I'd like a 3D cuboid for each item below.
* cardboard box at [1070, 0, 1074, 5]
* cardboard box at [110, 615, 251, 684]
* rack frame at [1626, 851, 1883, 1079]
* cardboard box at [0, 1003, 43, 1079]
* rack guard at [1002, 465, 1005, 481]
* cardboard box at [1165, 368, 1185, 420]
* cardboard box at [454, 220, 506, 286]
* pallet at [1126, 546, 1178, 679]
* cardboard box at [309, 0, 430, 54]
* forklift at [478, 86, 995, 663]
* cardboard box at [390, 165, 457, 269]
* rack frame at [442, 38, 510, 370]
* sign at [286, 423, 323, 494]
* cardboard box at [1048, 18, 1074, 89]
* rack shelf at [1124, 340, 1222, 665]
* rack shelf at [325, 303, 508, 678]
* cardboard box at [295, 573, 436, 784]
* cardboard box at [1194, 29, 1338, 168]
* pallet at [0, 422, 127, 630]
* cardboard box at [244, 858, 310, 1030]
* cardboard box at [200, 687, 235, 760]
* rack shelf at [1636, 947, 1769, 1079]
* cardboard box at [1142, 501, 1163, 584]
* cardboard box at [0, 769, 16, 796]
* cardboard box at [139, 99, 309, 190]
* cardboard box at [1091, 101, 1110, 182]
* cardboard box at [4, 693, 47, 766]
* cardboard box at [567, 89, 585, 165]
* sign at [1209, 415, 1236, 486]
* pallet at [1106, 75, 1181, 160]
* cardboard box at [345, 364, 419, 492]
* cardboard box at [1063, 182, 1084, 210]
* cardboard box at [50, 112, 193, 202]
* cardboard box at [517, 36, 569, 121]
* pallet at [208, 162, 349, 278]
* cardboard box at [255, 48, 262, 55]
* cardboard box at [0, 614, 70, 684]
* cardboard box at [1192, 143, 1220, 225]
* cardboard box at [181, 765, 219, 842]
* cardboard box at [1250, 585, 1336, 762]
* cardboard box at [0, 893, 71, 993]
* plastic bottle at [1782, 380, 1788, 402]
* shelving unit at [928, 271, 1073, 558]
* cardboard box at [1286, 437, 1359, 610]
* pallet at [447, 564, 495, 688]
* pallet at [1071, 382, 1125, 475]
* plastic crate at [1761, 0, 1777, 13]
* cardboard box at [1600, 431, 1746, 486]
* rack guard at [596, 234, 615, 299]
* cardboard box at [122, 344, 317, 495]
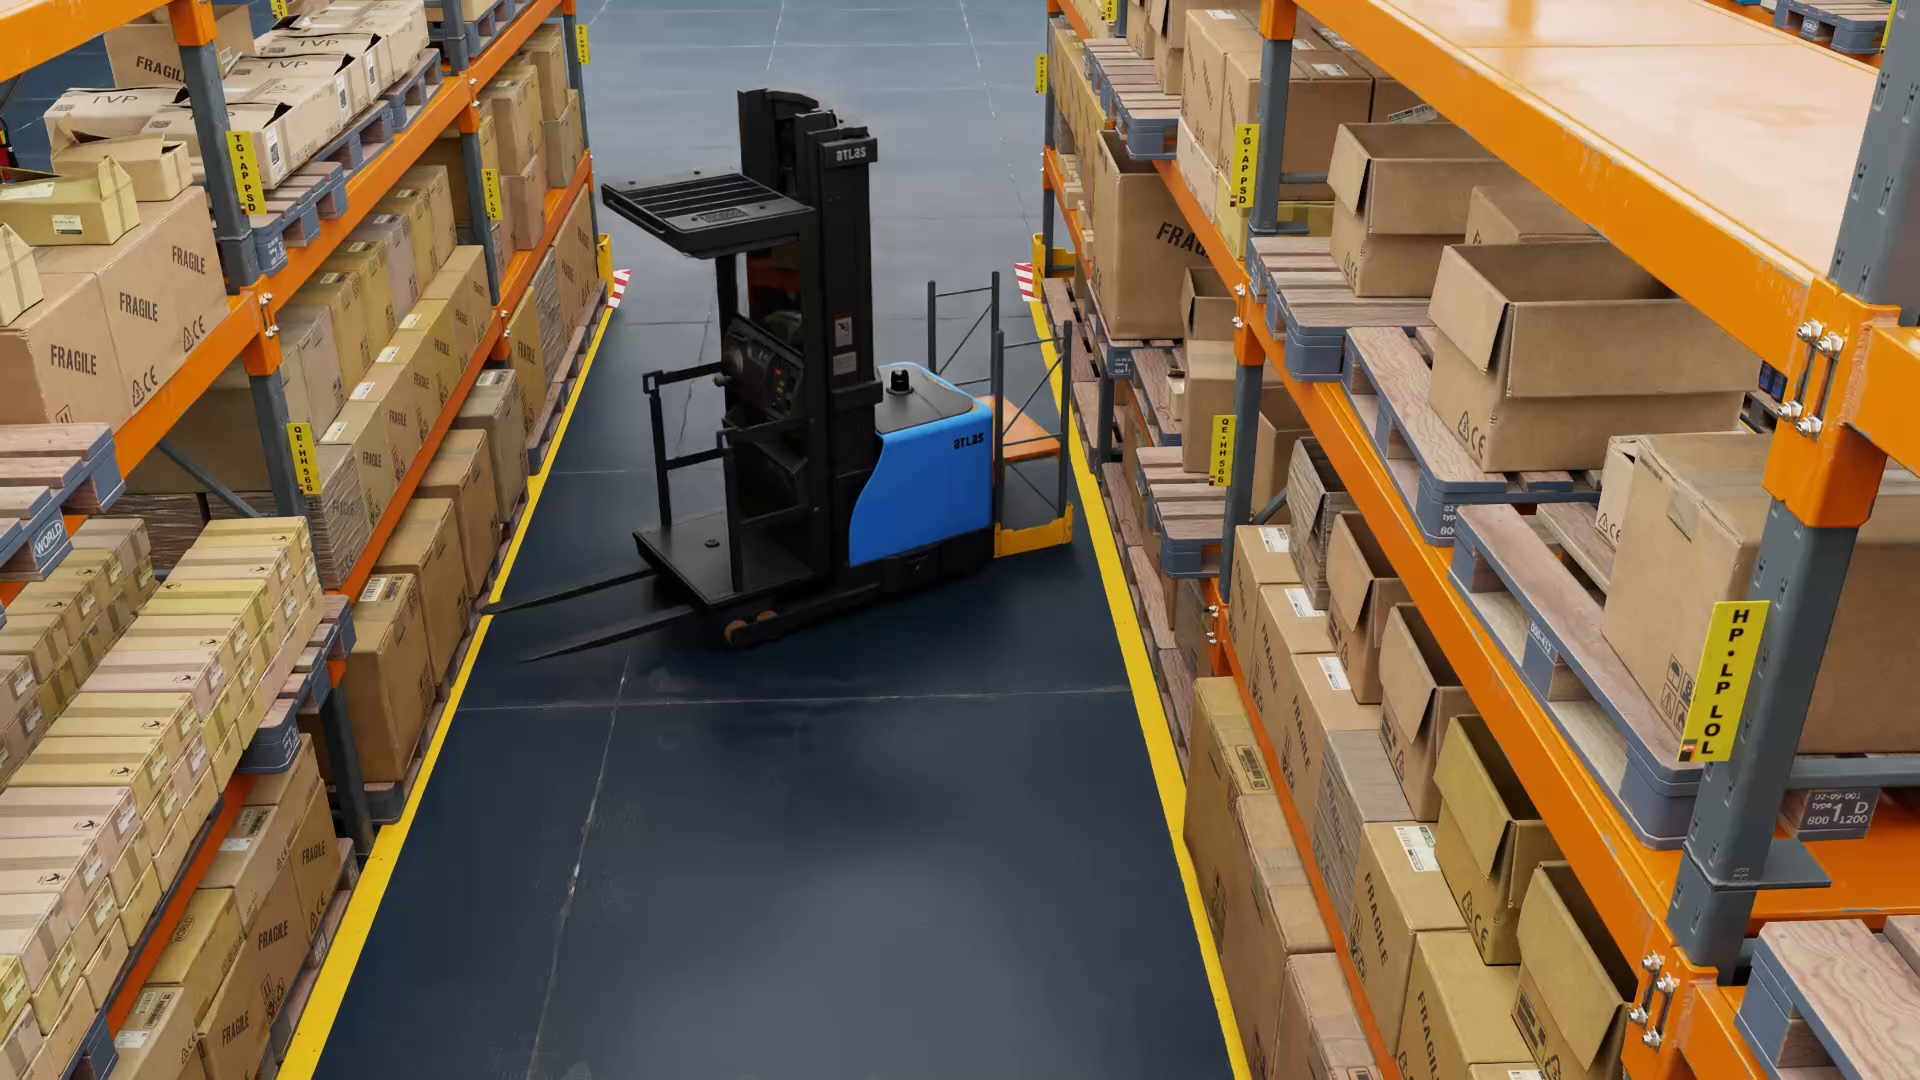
[{"bbox_3d":[1.063,-4.179,12.438,0.500,0.250,0.500,-1,28,-3],"label":"cardboard box"},{"bbox_3d":[-2.774,0.393,5.927,0.380,0.149,0.250,-1,28,-1],"label":"cardboard box"},{"bbox_3d":[1.868,1.930,3.806,1.000,3.000,0.127,-1,28,-3],"label":"rack frame"},{"bbox_3d":[-2.681,1.365,4.386,0.380,0.149,0.250,-1,28,-1],"label":"cardboard box"},{"bbox_3d":[0.032,-0.483,11.406,0.587,0.250,0.087,-12,30,-22],"label":"rack guard"},{"bbox_3d":[1.302,-0.807,8.745,0.396,0.266,0.258,-2,28,-4],"label":"cardboard box"},{"bbox_3d":[-3.540,-1.928,11.041,0.875,0.550,0.550,-1,28,-3],"label":"cardboard box"},{"bbox_3d":[1.559,0.396,9.762,1.003,0.211,1.213,-1,28,-3],"label":"pallet"},{"bbox_3d":[-3.312,-2.863,9.352,0.500,0.250,0.500,-1,28,-2],"label":"cardboard box"},{"bbox_3d":[-1.301,-0.951,9.403,3.031,2.935,1.130,-17,32,-29],"label":"forklift"},{"bbox_3d":[-3.477,-1.950,10.055,0.700,0.500,0.500,-2,28,-4],"label":"cardboard box"},{"bbox_3d":[-3.508,-1.691,10.749,1.000,3.000,0.127,-1,28,-3],"label":"rack frame"},{"bbox_3d":[-2.758,-0.340,6.991,0.100,0.325,0.005,-1,28,-3],"label":"sign"},{"bbox_3d":[0.998,-3.971,13.608,0.500,0.500,0.500,-1,28,-3],"label":"cardboard box"},{"bbox_3d":[1.554,-0.522,9.285,1.077,0.370,4.000,-1,28,-3],"label":"rack shelf"},{"bbox_3d":[-3.404,-0.449,9.145,1.077,0.370,4.000,-1,28,-3],"label":"rack shelf"},{"bbox_3d":[-3.242,0.684,8.174,1.050,0.750,0.750,-2,28,-3],"label":"cardboard box"},{"bbox_3d":[1.347,-1.964,7.379,0.500,0.500,0.500,-1,28,-3],"label":"cardboard box"},{"bbox_3d":[-3.074,-0.010,4.485,1.213,0.211,1.003,-1,28,-3],"label":"pallet"},{"bbox_3d":[-2.981,1.616,6.658,0.500,0.500,0.500,0,28,-1],"label":"cardboard box"},{"bbox_3d":[-2.764,0.642,5.772,0.380,0.149,0.250,-2,28,-3],"label":"cardboard box"},{"bbox_3d":[1.972,1.843,1.508,1.077,0.370,4.000,-1,28,-3],"label":"rack shelf"},{"bbox_3d":[1.496,-0.088,9.902,0.700,0.500,0.500,-4,28,-7],"label":"cardboard box"},{"bbox_3d":[-3.407,0.905,5.589,0.380,0.149,0.250,-1,28,-2],"label":"cardboard box"},{"bbox_3d":[-3.118,-1.705,7.065,0.500,0.311,0.500,-1,28,-3],"label":"cardboard box"},{"bbox_3d":[1.152,-2.585,10.952,0.500,0.500,0.500,-1,28,-3],"label":"cardboard box"},{"bbox_3d":[-3.416,0.657,5.742,0.380,0.149,0.250,-1,28,-3],"label":"cardboard box"},{"bbox_3d":[-3.653,-3.435,13.930,0.875,0.550,0.550,-1,28,-3],"label":"cardboard box"},{"bbox_3d":[1.117,-0.378,7.065,0.100,0.325,0.005,-1,28,-3],"label":"sign"},{"bbox_3d":[1.433,-2.245,8.769,1.213,0.211,1.003,-1,28,-3],"label":"pallet"},{"bbox_3d":[-3.109,-0.570,8.491,0.500,0.500,0.500,-1,28,-3],"label":"cardboard box"},{"bbox_3d":[0.999,-2.668,12.893,0.380,0.149,0.250,-1,28,-3],"label":"cardboard box"},{"bbox_3d":[-3.019,-1.377,5.967,0.396,0.266,0.258,-1,28,-3],"label":"cardboard box"},{"bbox_3d":[-3.616,-3.660,13.193,0.875,0.550,0.550,-1,28,-3],"label":"cardboard box"},{"bbox_3d":[-3.386,-1.386,7.125,1.213,0.211,1.003,0,28,0],"label":"pallet"},{"bbox_3d":[-3.695,-2.487,8.740,0.380,0.149,0.250,-1,28,-3],"label":"cardboard box"},{"bbox_3d":[-3.431,0.395,5.923,0.380,0.149,0.250,-3,28,-5],"label":"cardboard box"},{"bbox_3d":[1.350,-1.623,7.537,0.500,0.250,0.500,-1,28,-3],"label":"cardboard box"},{"bbox_3d":[-2.753,0.890,5.617,0.380,0.149,0.250,-1,28,-1],"label":"cardboard box"},{"bbox_3d":[1.442,0.508,6.425,0.500,0.500,0.500,-2,28,-4],"label":"cardboard box"},{"bbox_3d":[-2.694,1.109,4.554,0.380,0.149,0.250,-2,28,-3],"label":"cardboard box"},{"bbox_3d":[6.042,-1.089,12.056,0.061,0.283,0.133,0,28,0],"label":"plastic bottle"},{"bbox_3d":[0.238,-0.828,10.715,0.587,1.500,1.083,-12,30,-22],"label":"shelving unit"},{"bbox_3d":[1.681,-0.068,6.444,0.797,0.503,0.637,0,28,-1],"label":"cardboard box"},{"bbox_3d":[-3.326,0.464,9.631,1.003,0.211,1.213,-1,28,-3],"label":"pallet"},{"bbox_3d":[1.380,-0.837,12.127,1.003,0.211,1.213,-1,28,-3],"label":"pallet"},{"bbox_3d":[5.909,-3.829,11.888,0.243,0.136,0.396,-1,28,-3],"label":"plastic crate"},{"bbox_3d":[1.940,-0.166,4.398,0.380,0.149,0.250,-2,28,-5],"label":"cardboard box"},{"bbox_3d":[-3.719,-2.441,14.890,1.175,0.500,0.348,-1,28,-3],"label":"rack guard"},{"bbox_3d":[-3.313,-0.539,7.351,0.700,0.500,0.500,-2,28,-3],"label":"cardboard box"}]
